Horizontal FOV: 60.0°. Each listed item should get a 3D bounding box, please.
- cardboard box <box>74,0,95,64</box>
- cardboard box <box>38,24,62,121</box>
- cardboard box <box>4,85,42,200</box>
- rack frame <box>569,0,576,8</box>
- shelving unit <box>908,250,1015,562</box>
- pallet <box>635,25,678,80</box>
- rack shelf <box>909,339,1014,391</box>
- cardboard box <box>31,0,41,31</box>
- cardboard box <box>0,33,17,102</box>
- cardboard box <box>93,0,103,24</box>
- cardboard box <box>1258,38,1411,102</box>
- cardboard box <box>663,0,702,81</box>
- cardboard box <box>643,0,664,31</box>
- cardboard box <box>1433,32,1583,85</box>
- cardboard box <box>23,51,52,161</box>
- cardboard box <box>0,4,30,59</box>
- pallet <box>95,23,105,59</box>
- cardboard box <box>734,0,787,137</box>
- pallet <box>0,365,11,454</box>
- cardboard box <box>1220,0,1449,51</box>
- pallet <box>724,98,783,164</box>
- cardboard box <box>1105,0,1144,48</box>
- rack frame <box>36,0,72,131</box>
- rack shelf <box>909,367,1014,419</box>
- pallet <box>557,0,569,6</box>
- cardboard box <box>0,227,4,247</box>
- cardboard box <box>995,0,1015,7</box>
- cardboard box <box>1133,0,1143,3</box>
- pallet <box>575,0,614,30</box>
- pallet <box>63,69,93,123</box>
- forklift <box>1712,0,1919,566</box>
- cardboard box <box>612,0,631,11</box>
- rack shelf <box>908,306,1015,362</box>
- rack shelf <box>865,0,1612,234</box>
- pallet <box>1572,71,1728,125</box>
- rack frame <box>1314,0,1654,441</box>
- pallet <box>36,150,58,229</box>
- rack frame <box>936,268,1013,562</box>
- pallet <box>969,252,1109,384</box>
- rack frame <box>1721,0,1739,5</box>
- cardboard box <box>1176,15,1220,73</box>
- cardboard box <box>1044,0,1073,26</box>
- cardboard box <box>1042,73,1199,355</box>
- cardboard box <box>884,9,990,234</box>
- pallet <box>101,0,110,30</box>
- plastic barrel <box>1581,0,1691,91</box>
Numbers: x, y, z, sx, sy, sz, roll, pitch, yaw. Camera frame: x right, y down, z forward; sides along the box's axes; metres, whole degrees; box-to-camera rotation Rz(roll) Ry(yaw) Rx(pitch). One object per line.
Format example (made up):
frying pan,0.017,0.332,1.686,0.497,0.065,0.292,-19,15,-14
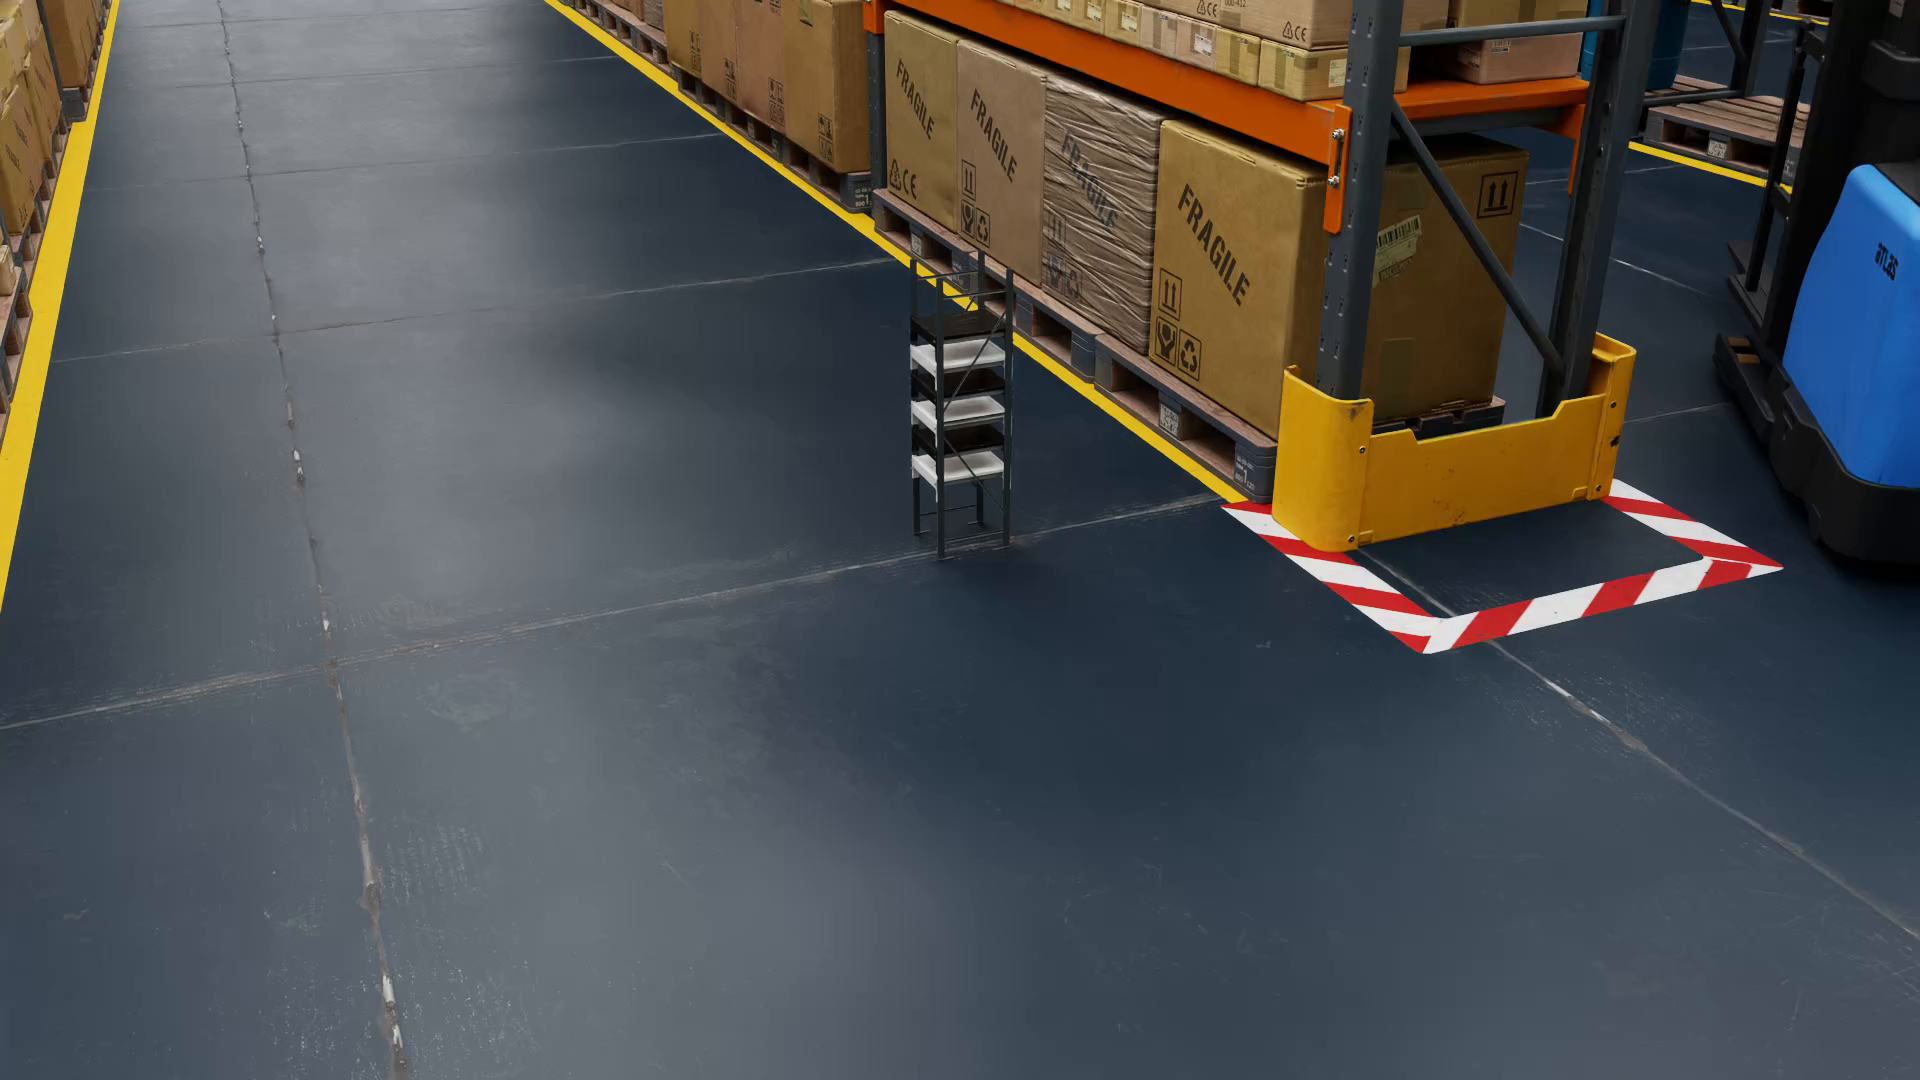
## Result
cardboard box,-6.650,-3.688,11.470,1.050,0.750,0.750,-10,28,-20
cardboard box,-5.651,-2.741,9.816,0.500,0.500,0.500,-11,28,-21
cardboard box,-4.837,-1.904,8.102,0.500,0.500,0.500,-9,28,-18
rack frame,-3.112,-6.323,14.781,1.000,3.000,0.127,-11,28,-21
shelving unit,0.003,-0.401,5.046,0.258,0.900,0.210,-11,28,-21
pallet,-1.850,-3.771,12.732,1.003,0.211,1.213,-11,28,-21
rack shelf,0.003,-0.533,4.981,0.258,0.077,0.200,-11,28,-21
cardboard box,-5.640,-3.068,9.630,0.500,0.250,0.500,-11,28,-22
cardboard box,-4.840,-2.242,7.939,0.500,0.250,0.500,-10,28,-19
cardboard box,-7.390,-4.454,13.039,1.050,0.750,0.750,-11,28,-21
cardboard box,1.145,-1.453,5.093,0.380,0.149,0.250,-10,28,-20
cardboard box,-1.295,-3.660,11.270,1.225,0.875,0.875,-12,28,-23
cardboard box,-2.055,-4.271,12.927,0.700,0.500,0.500,-13,29,-25
cardboard box,1.752,-1.565,5.324,0.380,0.149,0.250,-10,28,-20
cardboard box,-5.229,-2.320,8.954,0.500,0.500,0.500,-12,28,-23
cardboard box,-5.248,-2.658,8.791,0.500,0.250,0.500,-10,28,-19
pallet,-7.344,-3.960,13.119,1.003,0.211,1.213,-11,28,-21
cardboard box,-0.599,-2.943,9.801,1.225,0.875,0.875,-12,28,-22
pallet,-3.805,-0.270,5.563,1.003,0.211,1.213,-11,28,-21
cardboard box,1.153,-1.695,5.134,0.500,0.250,0.500,-11,28,-21
pallet,-0.832,-2.632,10.400,1.003,0.211,1.213,-11,28,-21
cardboard box,0.743,-1.865,5.936,0.380,0.149,0.250,-11,28,-22
rack frame,-6.149,-3.896,9.812,1.000,3.000,0.127,-11,28,-21
rack shelf,0.003,-0.452,5.021,0.258,0.077,0.200,-11,28,-21
pallet,-3.408,-5.335,15.936,1.003,0.211,1.213,-11,28,-21
cardboard box,-4.167,-1.250,6.824,0.380,0.149,0.250,-10,28,-20
cardboard box,0.339,-2.280,6.788,0.380,0.149,0.250,-10,28,-20
cardboard box,0.756,-2.105,5.974,0.500,0.250,0.500,-12,28,-22
pallet,-2.806,-4.756,14.749,1.003,0.211,1.213,-11,28,-21
pallet,-6.388,-2.975,11.102,1.003,0.211,1.213,-11,28,-21
forklift,3.466,-1.794,5.585,1.130,2.935,3.031,6,27,12
cardboard box,-2.503,-4.724,13.854,0.700,0.500,0.500,-13,29,-25
rack shelf,0.003,-0.614,4.942,0.258,0.077,0.200,-11,28,-21
rack shelf,0.804,-1.962,6.670,1.077,0.370,4.000,-11,28,-21
pallet,4.314,-3.010,11.174,1.003,0.211,1.213,-11,28,-21
rack frame,1.587,-1.478,4.859,1.000,3.000,0.127,-11,28,-21
pallet,-5.370,-1.836,8.770,1.003,0.211,1.213,-11,28,-21
rack frame,0.043,-0.360,4.962,0.240,0.900,0.006,-11,28,-21
pallet,0.728,-1.026,7.111,1.003,0.211,1.213,-11,28,-21
rack frame,7.571,-6.408,14.957,1.000,3.000,0.127,-11,28,-21
cardboard box,0.944,-1.659,5.516,0.380,0.149,0.250,-11,28,-20
cardboard box,0.546,-2.070,6.357,0.380,0.149,0.250,-10,28,-20
cardboard box,0.907,-1.324,6.486,0.875,0.875,0.875,-11,28,-21
cardboard box,0.206,-2.047,7.966,0.875,0.875,0.875,-11,28,-21
pallet,-7.941,-4.579,14.387,1.003,0.211,1.213,-11,28,-21
plastic barrel,4.381,-3.412,10.733,0.600,0.901,0.708,-11,28,-21
